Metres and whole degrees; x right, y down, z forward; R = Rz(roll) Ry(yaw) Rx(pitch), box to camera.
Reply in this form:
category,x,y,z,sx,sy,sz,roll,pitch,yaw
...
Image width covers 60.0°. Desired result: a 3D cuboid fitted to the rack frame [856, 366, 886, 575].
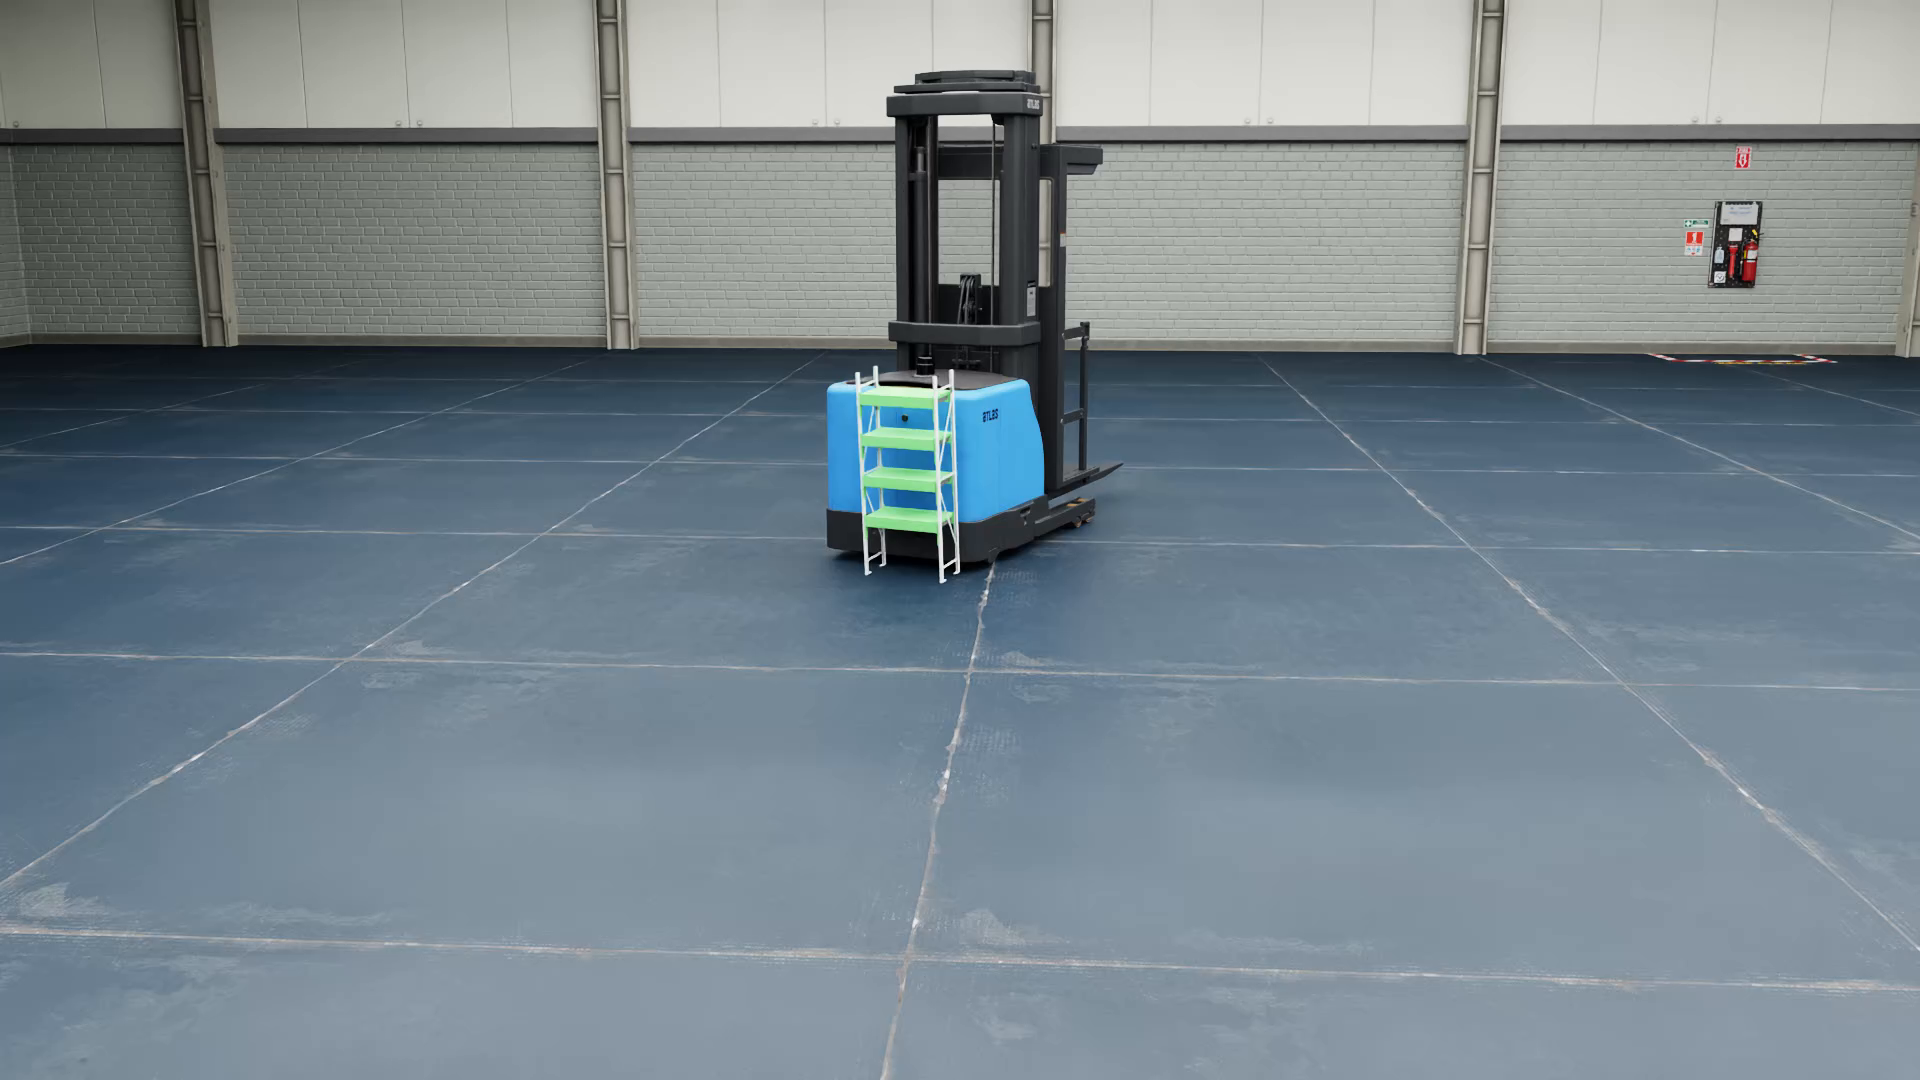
category,x,y,z,sx,sy,sz,roll,pitch,yaw
rack frame,-0.519,-0.402,9.720,0.015,1.200,0.240,5,17,24

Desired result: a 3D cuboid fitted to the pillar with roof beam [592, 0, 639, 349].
category,x,y,z,sx,sy,sz,roll,pitch,yaw
pillar with roof beam,-5.147,-6.295,18.886,0.400,9.000,9.100,1,12,4

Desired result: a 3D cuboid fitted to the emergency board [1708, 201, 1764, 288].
category,x,y,z,sx,sy,sz,roll,pitch,yaw
emergency board,10.638,-4.034,22.726,0.643,1.169,0.194,1,12,4

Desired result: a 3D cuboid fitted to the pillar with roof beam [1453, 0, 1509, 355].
category,x,y,z,sx,sy,sz,roll,pitch,yaw
pillar with roof beam,6.827,-6.131,18.101,0.400,9.000,9.100,1,12,4

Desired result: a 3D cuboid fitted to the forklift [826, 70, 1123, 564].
category,x,y,z,sx,sy,sz,roll,pitch,yaw
forklift,0.272,-1.551,11.025,1.130,2.935,3.031,6,13,25

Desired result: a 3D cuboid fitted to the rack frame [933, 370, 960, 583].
category,x,y,z,sx,sy,sz,roll,pitch,yaw
rack frame,-0.076,-0.361,9.518,0.015,1.200,0.240,5,17,24

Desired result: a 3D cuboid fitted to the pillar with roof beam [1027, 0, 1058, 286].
category,x,y,z,sx,sy,sz,roll,pitch,yaw
pillar with roof beam,0.840,-6.213,18.493,0.400,9.000,9.100,1,12,4

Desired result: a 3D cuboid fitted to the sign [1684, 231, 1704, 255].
category,x,y,z,sx,sy,sz,roll,pitch,yaw
sign,10.093,-4.080,22.859,0.234,0.329,0.001,1,12,4

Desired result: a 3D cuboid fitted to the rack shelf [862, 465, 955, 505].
category,x,y,z,sx,sy,sz,roll,pitch,yaw
rack shelf,-0.296,-0.320,9.636,0.480,0.148,0.258,5,17,24

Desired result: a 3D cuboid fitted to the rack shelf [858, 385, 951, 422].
category,x,y,z,sx,sy,sz,roll,pitch,yaw
rack shelf,-0.310,-0.782,9.508,0.480,0.148,0.258,5,17,24

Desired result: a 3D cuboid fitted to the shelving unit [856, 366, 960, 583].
category,x,y,z,sx,sy,sz,roll,pitch,yaw
shelving unit,-0.298,-0.381,9.619,0.503,1.200,0.258,5,17,24

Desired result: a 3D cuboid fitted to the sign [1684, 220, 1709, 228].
category,x,y,z,sx,sy,sz,roll,pitch,yaw
sign,10.097,-4.337,22.796,0.331,0.109,0.001,1,12,4

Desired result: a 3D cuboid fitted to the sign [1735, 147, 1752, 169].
category,x,y,z,sx,sy,sz,roll,pitch,yaw
sign,10.636,-5.189,22.586,0.199,0.298,0.001,1,12,4

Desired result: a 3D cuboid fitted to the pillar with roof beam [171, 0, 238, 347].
category,x,y,z,sx,sy,sz,roll,pitch,yaw
pillar with roof beam,-11.133,-6.378,19.278,0.400,9.000,9.100,1,12,4

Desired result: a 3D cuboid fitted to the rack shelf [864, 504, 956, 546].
category,x,y,z,sx,sy,sz,roll,pitch,yaw
rack shelf,-0.288,-0.089,9.700,0.480,0.148,0.258,5,17,24

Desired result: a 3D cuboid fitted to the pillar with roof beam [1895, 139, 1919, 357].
category,x,y,z,sx,sy,sz,roll,pitch,yaw
pillar with roof beam,12.813,-6.049,17.708,0.400,9.000,9.100,1,12,4

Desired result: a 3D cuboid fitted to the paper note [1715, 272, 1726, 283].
category,x,y,z,sx,sy,sz,roll,pitch,yaw
paper note,10.466,-3.619,22.895,0.142,0.148,0.016,1,12,4

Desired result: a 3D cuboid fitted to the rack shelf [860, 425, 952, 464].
category,x,y,z,sx,sy,sz,roll,pitch,yaw
rack shelf,-0.303,-0.551,9.572,0.480,0.148,0.258,5,17,24
